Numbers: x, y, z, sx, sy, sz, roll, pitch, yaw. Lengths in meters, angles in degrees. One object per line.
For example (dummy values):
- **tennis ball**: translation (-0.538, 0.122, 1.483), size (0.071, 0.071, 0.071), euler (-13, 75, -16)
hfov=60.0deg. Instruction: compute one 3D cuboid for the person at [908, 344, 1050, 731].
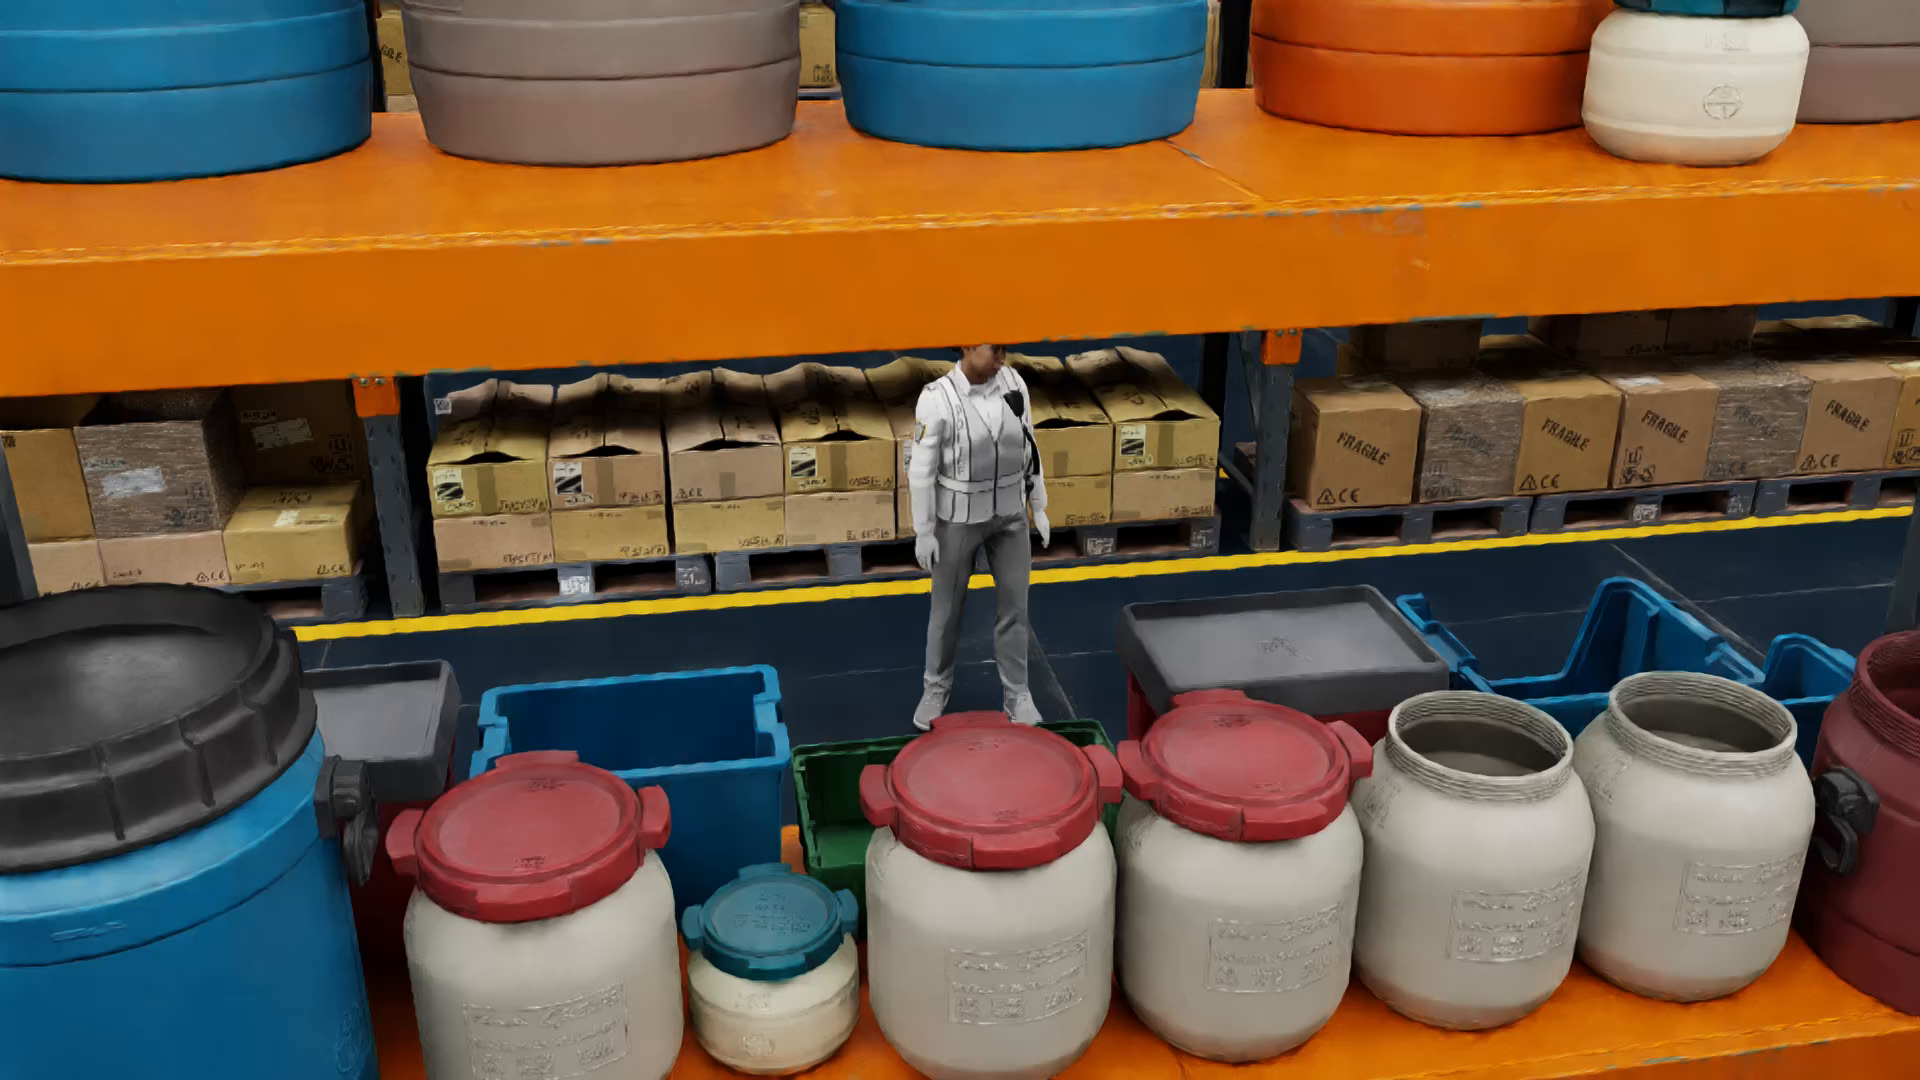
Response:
- **person**: translation (0.089, -0.061, 6.163), size (0.553, 1.672, 0.489), euler (-10, 25, -22)
